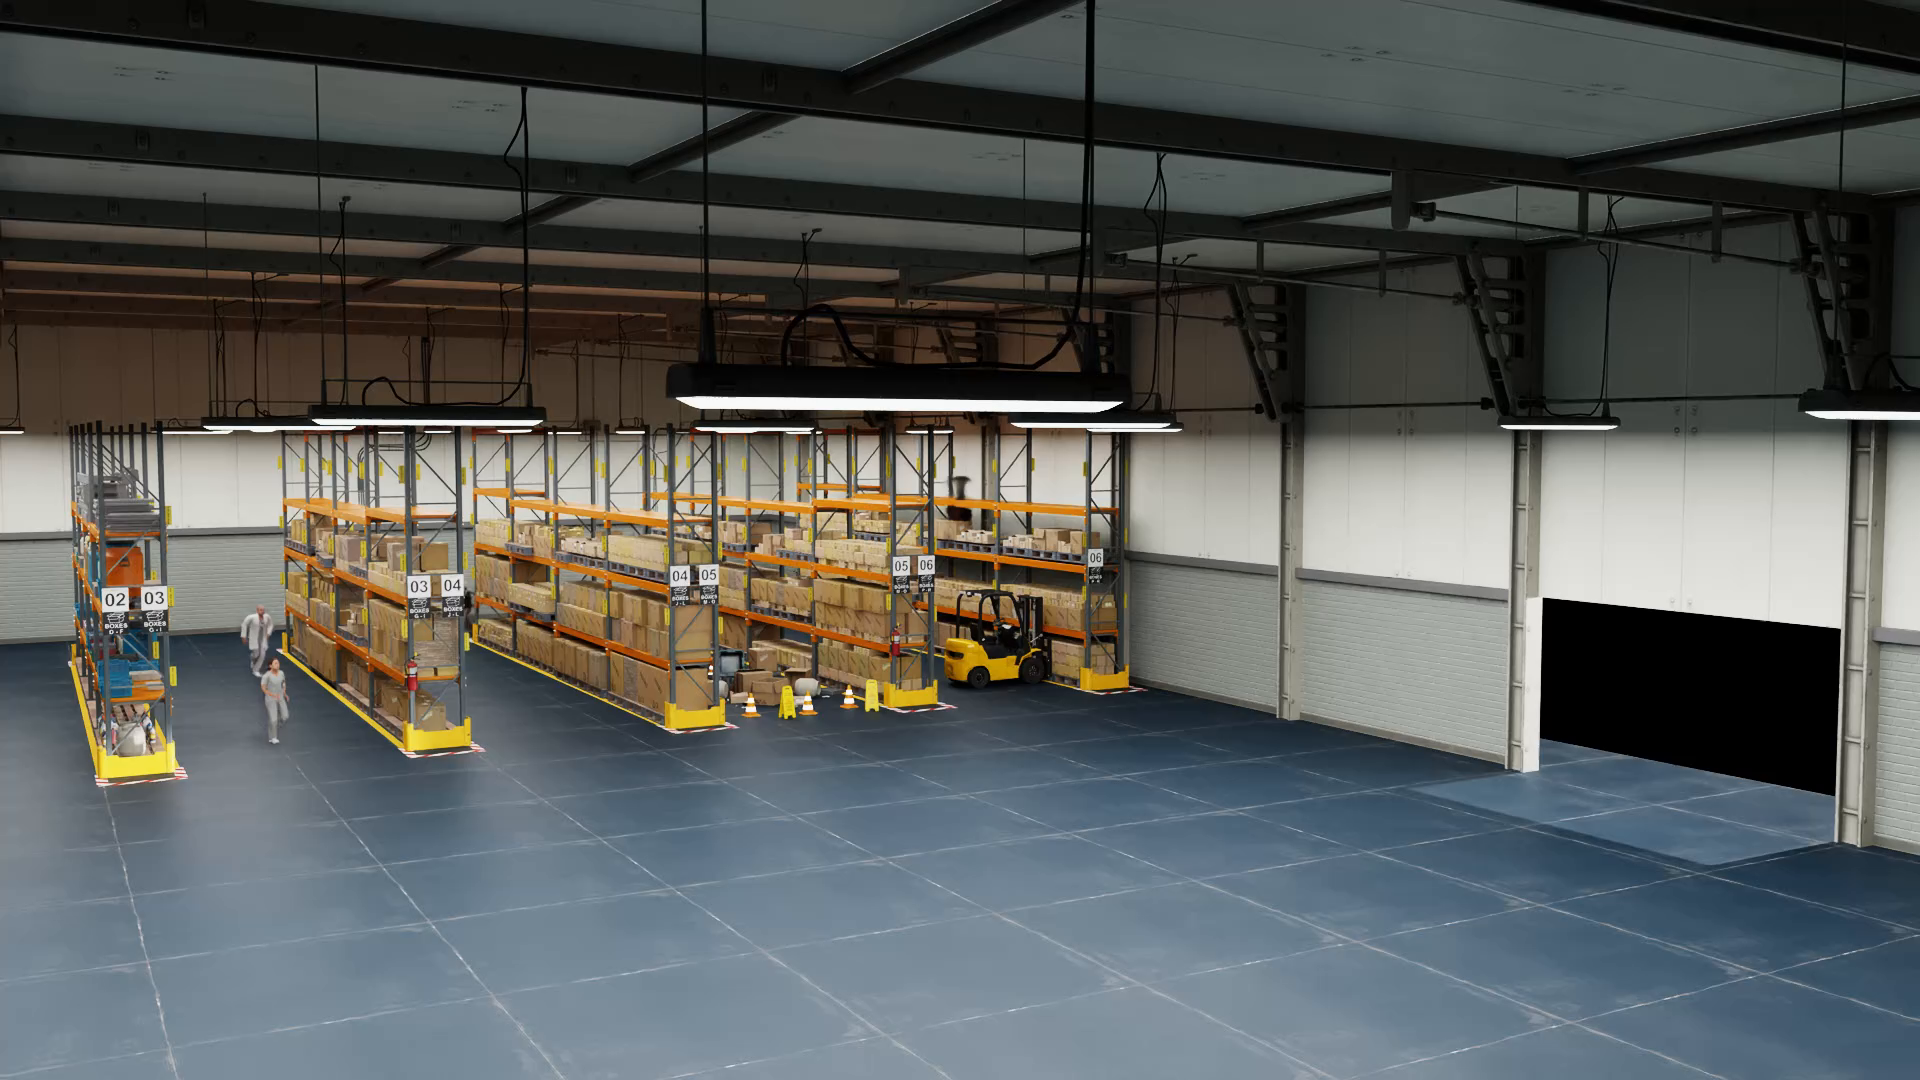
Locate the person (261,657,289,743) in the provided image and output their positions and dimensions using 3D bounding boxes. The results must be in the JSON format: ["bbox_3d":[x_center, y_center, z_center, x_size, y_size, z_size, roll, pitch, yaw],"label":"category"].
[{"bbox_3d":[-12.796,2.994,31.091,0.599,1.619,0.538,3,5,39],"label":"person"}]

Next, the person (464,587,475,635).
[{"bbox_3d":[-14.122,1.975,47.486,0.634,1.724,0.871,2,4,31],"label":"person"}]

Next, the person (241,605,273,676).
[{"bbox_3d":[-16.905,2.403,39.990,0.704,1.712,0.721,3,5,45],"label":"person"}]
